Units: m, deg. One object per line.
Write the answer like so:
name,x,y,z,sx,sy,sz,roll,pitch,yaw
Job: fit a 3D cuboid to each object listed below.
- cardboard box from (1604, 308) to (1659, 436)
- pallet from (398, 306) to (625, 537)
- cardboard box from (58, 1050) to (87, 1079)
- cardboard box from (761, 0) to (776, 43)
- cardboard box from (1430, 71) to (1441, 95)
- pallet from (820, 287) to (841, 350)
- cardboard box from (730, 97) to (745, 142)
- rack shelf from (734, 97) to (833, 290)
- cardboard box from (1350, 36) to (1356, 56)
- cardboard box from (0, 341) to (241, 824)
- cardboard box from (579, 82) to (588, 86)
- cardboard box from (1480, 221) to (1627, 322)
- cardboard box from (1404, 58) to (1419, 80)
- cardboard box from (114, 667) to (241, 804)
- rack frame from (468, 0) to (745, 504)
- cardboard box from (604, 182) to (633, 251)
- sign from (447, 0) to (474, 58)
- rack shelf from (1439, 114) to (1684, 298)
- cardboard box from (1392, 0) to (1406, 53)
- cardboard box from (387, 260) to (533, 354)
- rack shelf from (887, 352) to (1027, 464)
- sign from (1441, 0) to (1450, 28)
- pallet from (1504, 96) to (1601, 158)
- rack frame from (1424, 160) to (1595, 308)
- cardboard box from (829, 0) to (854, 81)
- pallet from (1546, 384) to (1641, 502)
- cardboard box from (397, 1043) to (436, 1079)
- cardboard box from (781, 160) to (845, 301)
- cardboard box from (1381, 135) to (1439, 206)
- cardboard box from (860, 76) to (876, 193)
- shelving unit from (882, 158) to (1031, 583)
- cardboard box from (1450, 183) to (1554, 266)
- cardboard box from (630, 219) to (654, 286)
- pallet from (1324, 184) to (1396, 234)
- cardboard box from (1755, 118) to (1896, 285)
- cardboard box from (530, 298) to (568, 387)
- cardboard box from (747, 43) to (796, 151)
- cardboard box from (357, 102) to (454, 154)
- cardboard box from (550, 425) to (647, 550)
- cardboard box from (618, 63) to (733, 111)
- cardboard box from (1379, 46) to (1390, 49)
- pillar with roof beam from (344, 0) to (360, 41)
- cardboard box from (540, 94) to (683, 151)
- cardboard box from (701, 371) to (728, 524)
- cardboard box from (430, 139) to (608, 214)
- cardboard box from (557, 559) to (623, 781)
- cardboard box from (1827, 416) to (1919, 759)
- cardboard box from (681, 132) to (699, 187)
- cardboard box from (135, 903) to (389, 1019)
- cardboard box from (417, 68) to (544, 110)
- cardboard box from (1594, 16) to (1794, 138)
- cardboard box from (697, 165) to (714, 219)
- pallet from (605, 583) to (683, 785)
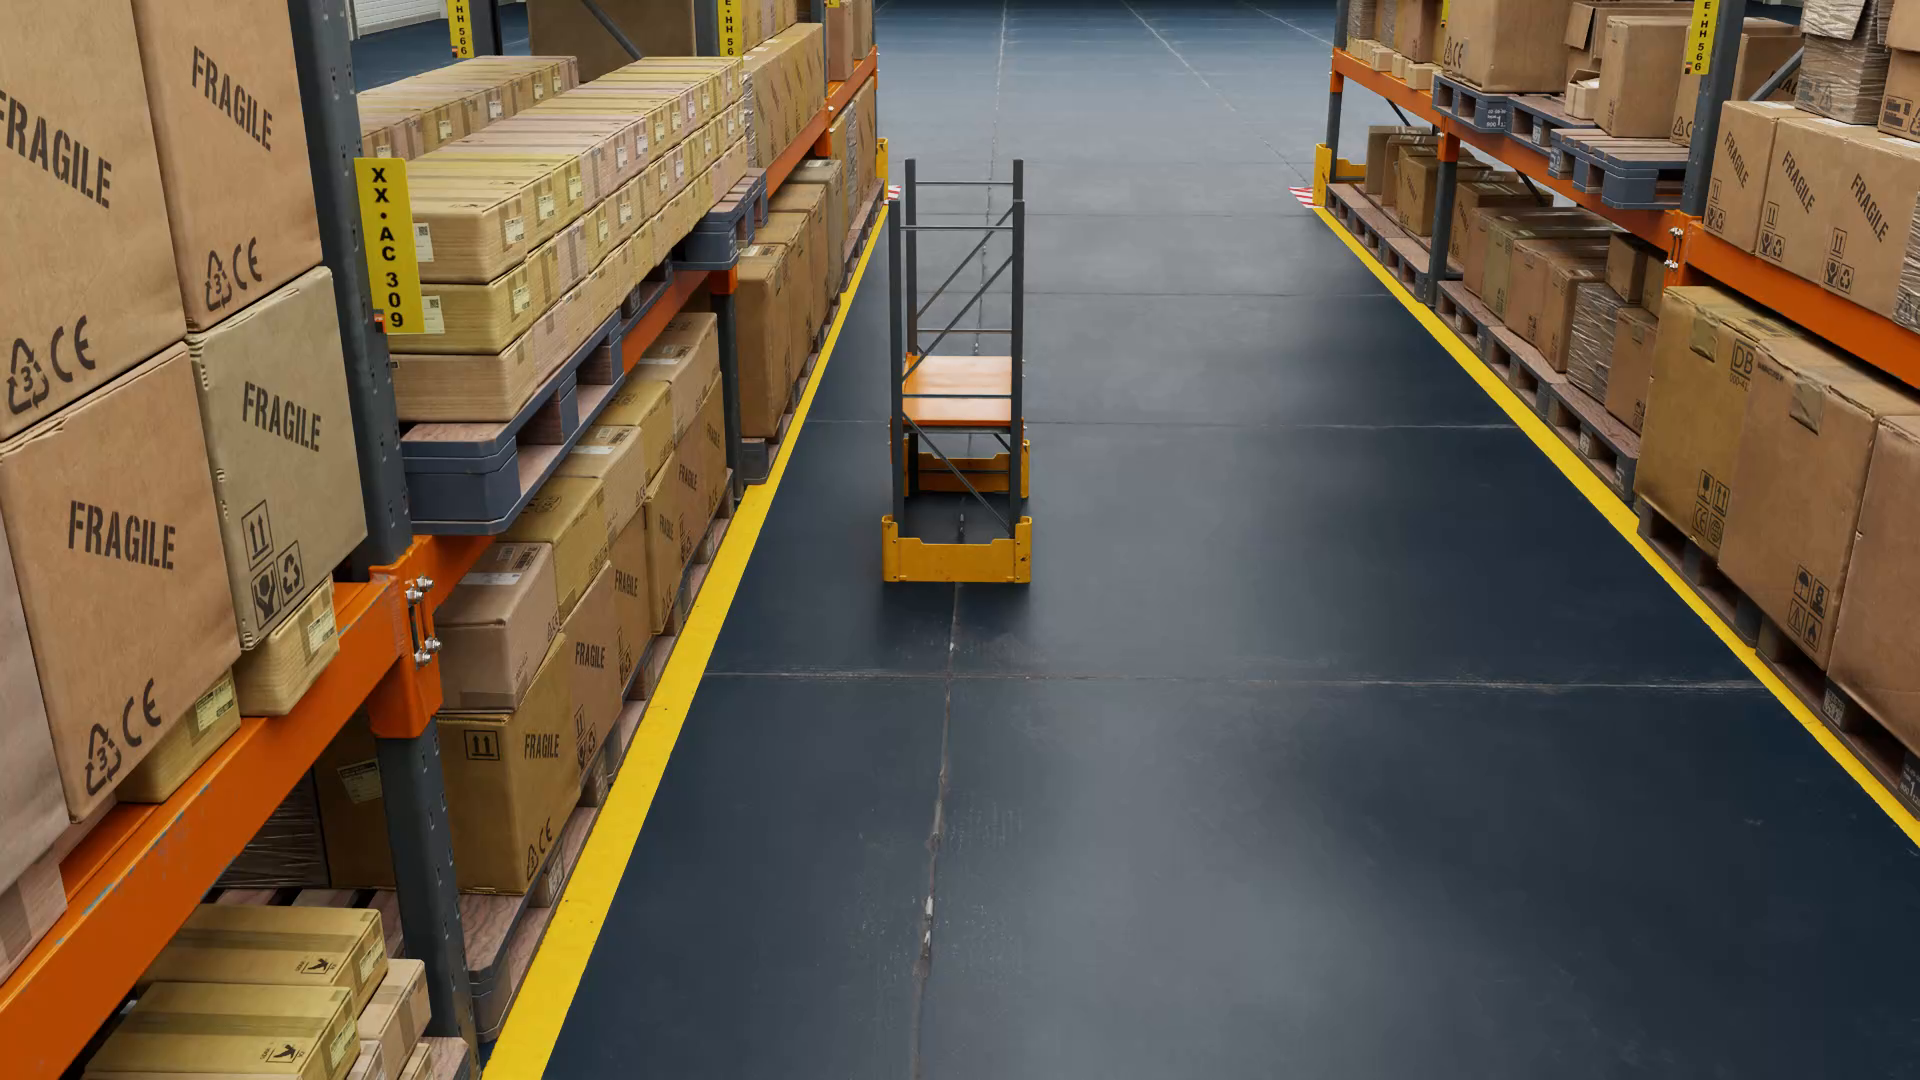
cardboard box,3.473,-0.780,7.741,0.700,0.500,0.500,0,21,-1
pallet,-1.435,-0.328,3.994,1.003,0.211,1.213,1,21,2
cardboard box,-1.852,1.072,3.070,0.380,0.149,0.250,1,21,2
cardboard box,-1.399,-3.000,9.094,0.700,0.500,0.500,1,21,2
cardboard box,3.324,-2.999,10.958,0.380,0.149,0.250,1,21,2
pallet,-1.308,-1.456,10.489,1.003,0.211,1.213,1,21,2
cardboard box,-1.042,-1.623,6.421,0.380,0.149,0.250,1,21,3
rack shelf,-1.421,-1.977,8.972,1.077,0.370,4.000,1,21,2
cardboard box,3.442,-4.083,13.753,0.380,0.149,0.250,1,21,2
cardboard box,-1.353,0.037,2.236,0.500,0.500,0.500,0,21,0
cardboard box,-1.736,-1.802,7.388,0.500,0.500,0.500,1,21,2
cardboard box,3.521,-1.590,9.828,0.700,0.500,0.500,1,21,1
cardboard box,3.395,-3.360,11.888,0.380,0.149,0.250,1,21,2
cardboard box,-1.345,0.270,2.533,0.380,0.149,0.250,1,21,4
rack frame,-1.482,-1.589,6.978,1.000,3.000,0.127,1,21,2
cardboard box,-1.105,-0.876,4.496,0.380,0.149,0.250,1,21,4
sign,-2.037,-2.134,6.782,0.100,0.325,0.005,1,21,2
rack shelf,3.534,-1.886,8.737,1.077,0.370,4.000,1,21,2
cardboard box,3.691,-3.834,12.215,0.875,0.500,0.500,1,21,2
cardboard box,-1.132,-0.498,3.521,0.380,0.149,0.250,1,21,2
rack shelf,0.003,-0.562,6.902,0.538,0.185,1.000,1,21,2
sign,3.052,-3.351,10.323,0.100,0.325,0.005,1,21,2
pallet,3.492,-2.125,8.624,1.003,0.211,1.213,1,21,2
rack frame,3.595,-2.945,10.471,1.000,3.000,0.127,1,21,2
cardboard box,-1.233,-3.632,12.036,0.875,0.550,0.550,1,21,2
pallet,3.498,-0.481,7.976,1.003,0.211,1.213,1,21,2
cardboard box,-1.275,1.136,3.316,0.380,0.149,0.250,1,21,2
cardboard box,-1.289,-1.957,10.456,1.050,0.750,0.750,1,21,1
cardboard box,3.697,-2.979,13.435,0.500,0.500,0.500,6,22,16
cardboard box,-1.193,-3.441,14.108,0.875,0.875,0.875,1,21,2
shelving unit,0.002,-0.727,6.829,0.587,1.500,1.083,1,21,2
cardboard box,3.647,-2.119,11.219,0.500,0.500,0.500,0,21,0
cardboard box,-1.097,-0.831,4.791,0.380,0.149,0.250,0,21,1
pallet,3.654,-2.770,13.876,1.003,0.211,1.213,1,21,2
cardboard box,3.173,-1.186,5.800,0.500,0.500,0.500,0,21,0
cardboard box,-1.129,-0.459,3.833,0.380,0.149,0.250,1,21,2
cardboard box,-1.152,-2.342,8.779,0.500,0.500,0.500,0,21,1
cardboard box,-1.739,-1.215,4.958,0.380,0.149,0.250,0,21,1
cardboard box,-1.283,-0.164,5.144,0.500,0.250,0.500,1,21,4
cardboard box,-1.048,-1.672,6.137,0.380,0.149,0.250,0,21,1
cardboard box,3.438,-3.721,12.820,0.380,0.149,0.250,1,21,2
pillar with roof beam,-7.222,-13.569,29.559,9.100,9.000,0.400,1,21,2
cardboard box,-1.080,-1.296,5.166,0.380,0.149,0.250,2,21,4
cardboard box,-1.240,-0.379,6.734,0.500,0.500,0.500,1,21,1
cardboard box,-1.109,-0.920,4.198,0.380,0.149,0.250,0,21,1
cardboard box,-1.301,0.371,4.801,0.500,0.500,0.500,2,21,4
cardboard box,3.377,0.188,4.754,1.225,0.875,0.875,0,21,0
cardboard box,-1.071,-1.251,5.462,0.380,0.149,0.250,0,21,1
cardboard box,-1.354,0.844,3.244,0.380,0.149,0.250,1,21,3
cardboard box,-1.707,-1.595,5.936,0.380,0.149,0.250,1,21,1
cardboard box,3.366,-2.139,7.677,0.700,0.500,0.500,4,22,10
cardboard box,-1.065,-1.212,5.772,0.380,0.149,0.250,0,21,1
pallet,-1.547,0.433,5.621,1.003,0.211,1.213,1,21,2
